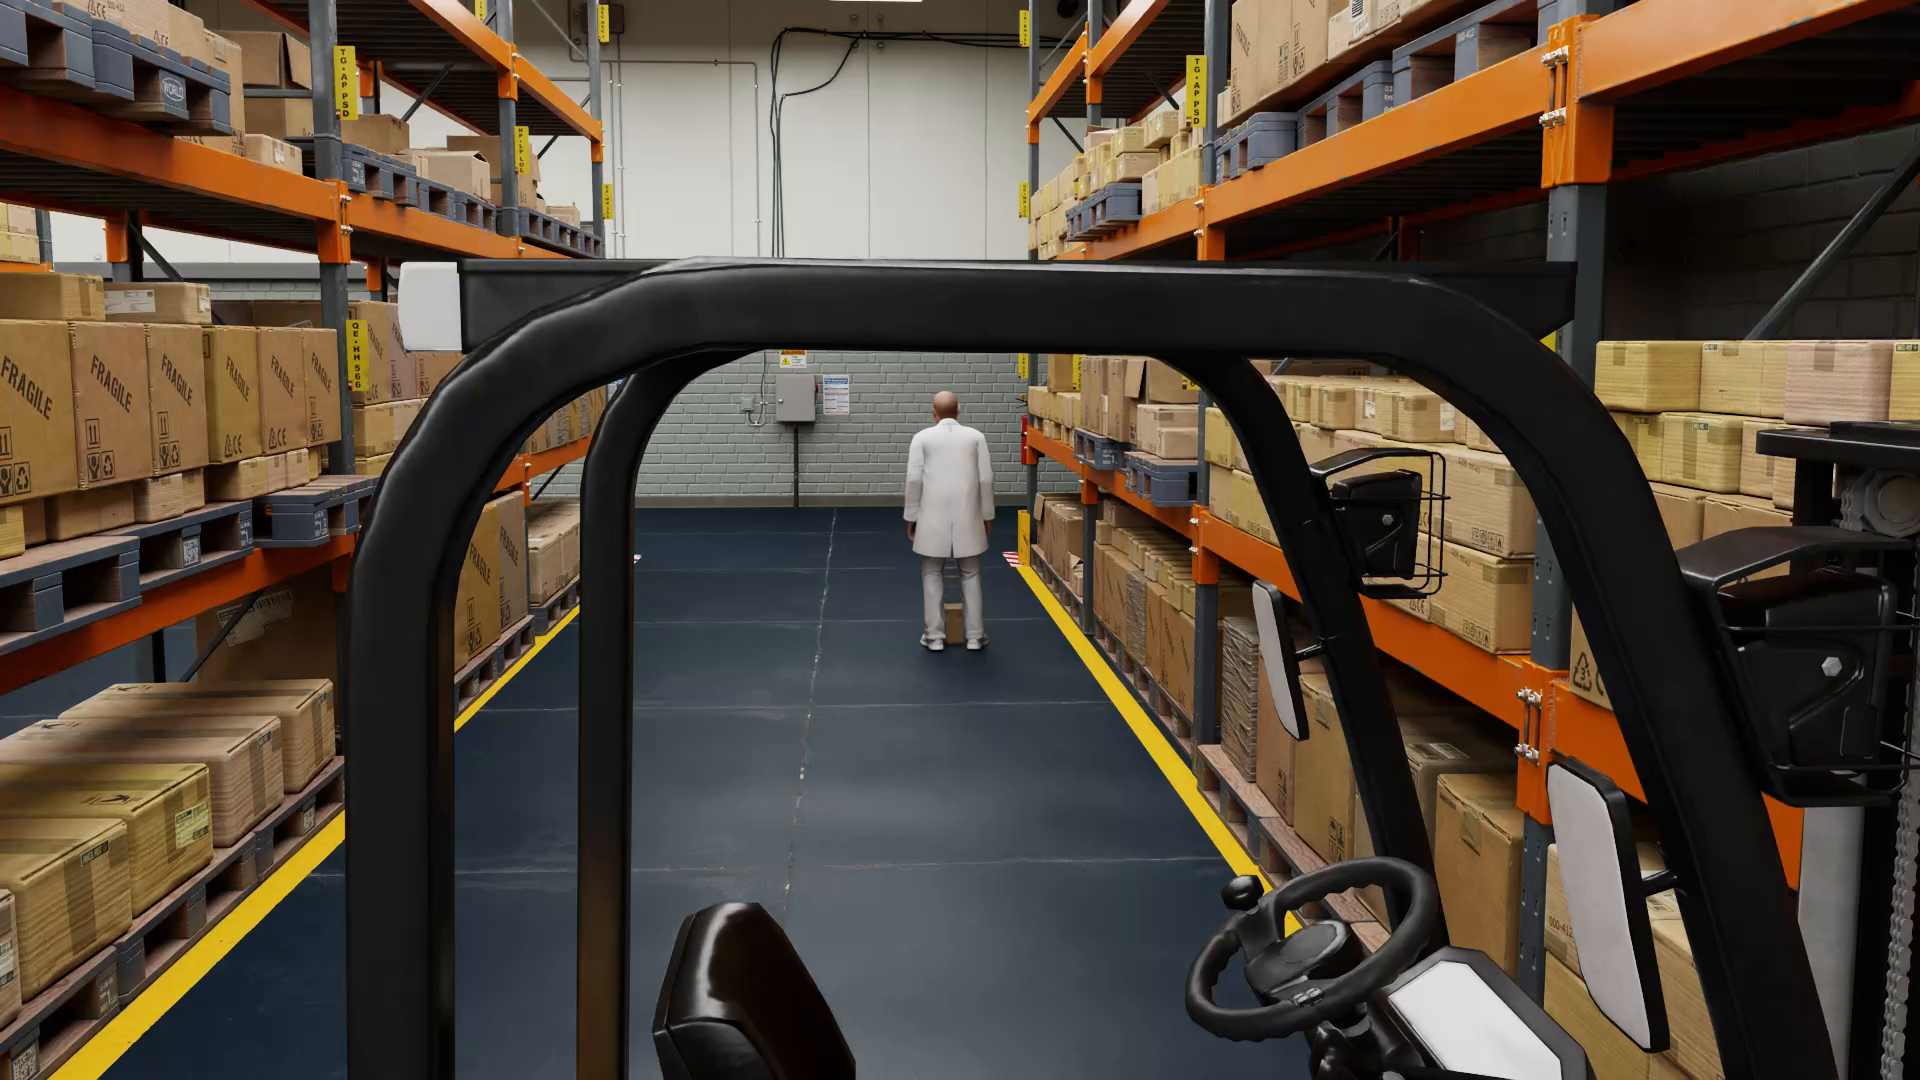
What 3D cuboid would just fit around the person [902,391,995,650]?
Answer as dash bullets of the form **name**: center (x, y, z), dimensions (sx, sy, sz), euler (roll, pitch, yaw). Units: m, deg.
- **person**: center (-0.077, -0.134, 11.448), dimensions (0.636, 1.772, 0.429), euler (-1, 7, -7)
